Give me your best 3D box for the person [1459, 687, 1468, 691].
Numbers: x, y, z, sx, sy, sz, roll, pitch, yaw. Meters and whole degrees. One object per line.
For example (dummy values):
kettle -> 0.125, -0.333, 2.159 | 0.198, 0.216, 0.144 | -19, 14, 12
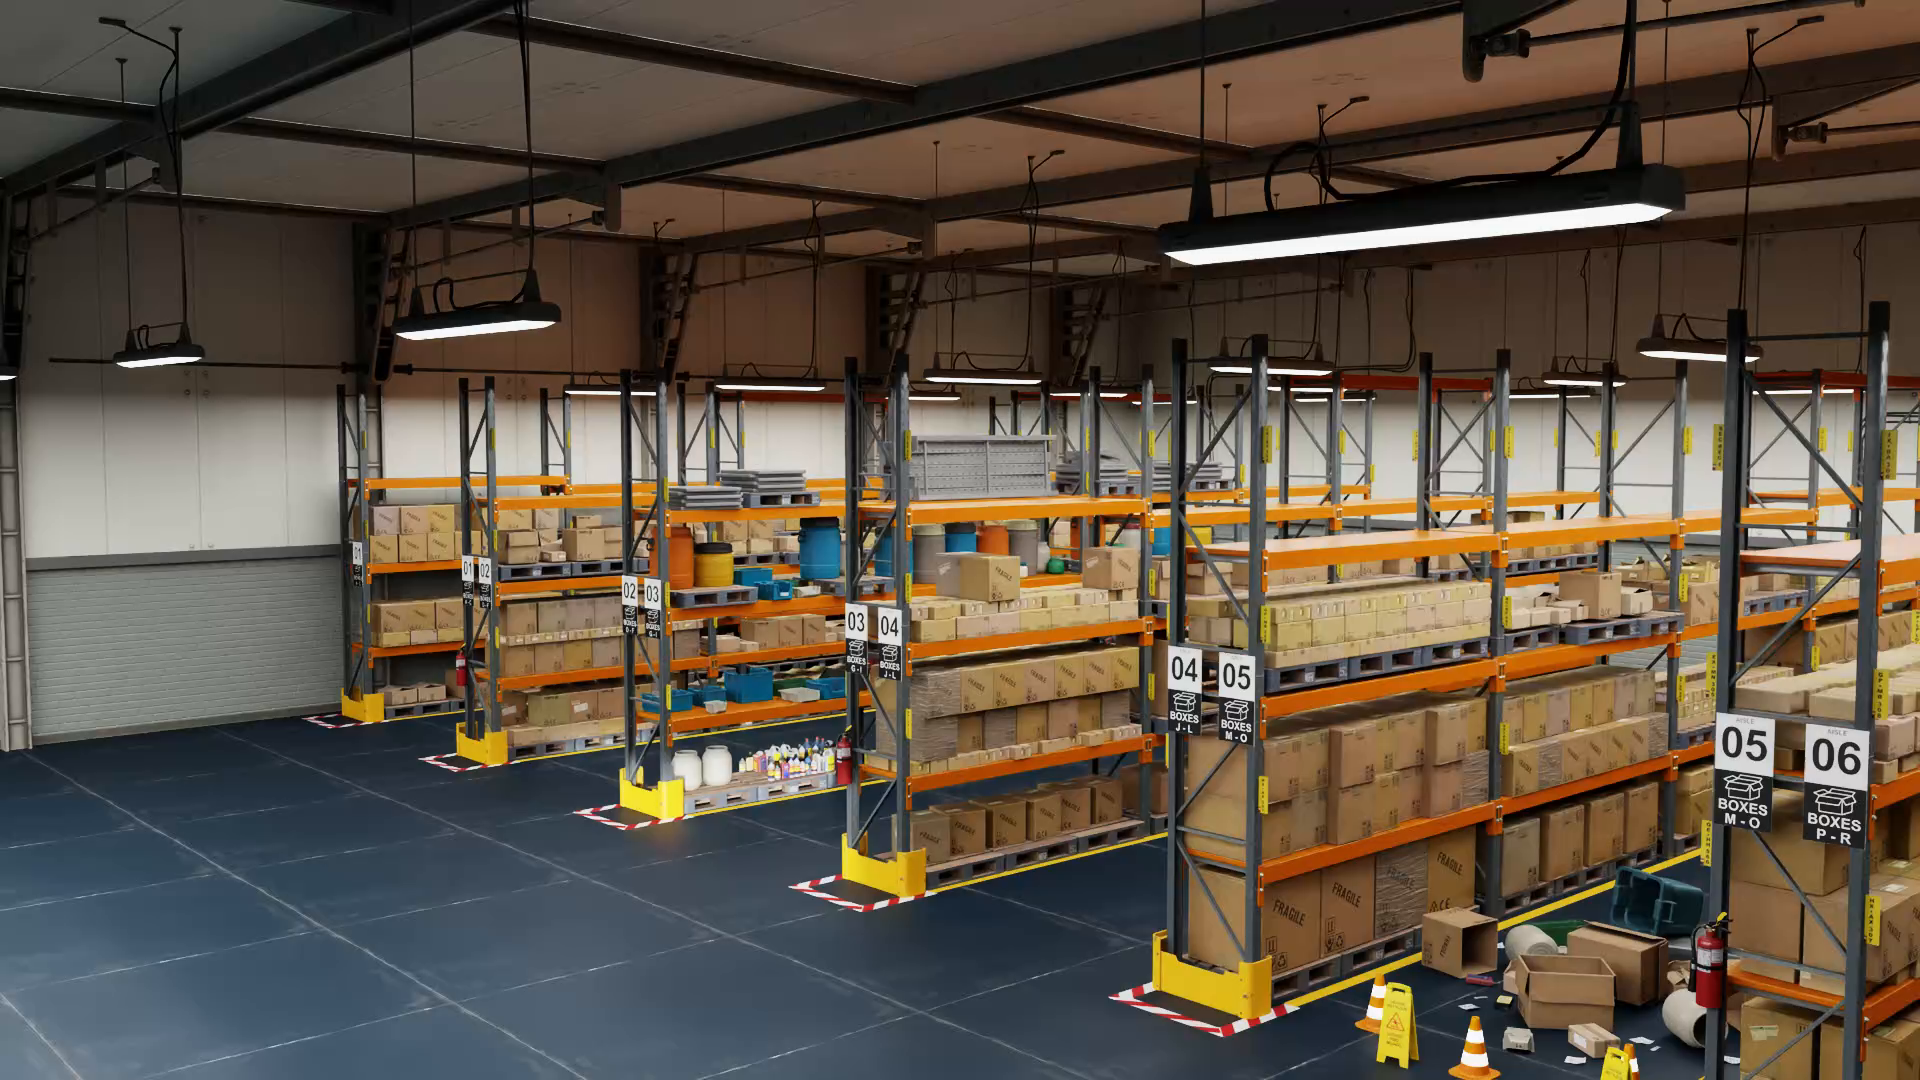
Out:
person -> 7.579, 2.857, 24.185 | 0.988, 1.515, 0.603 | -3, 5, -34
